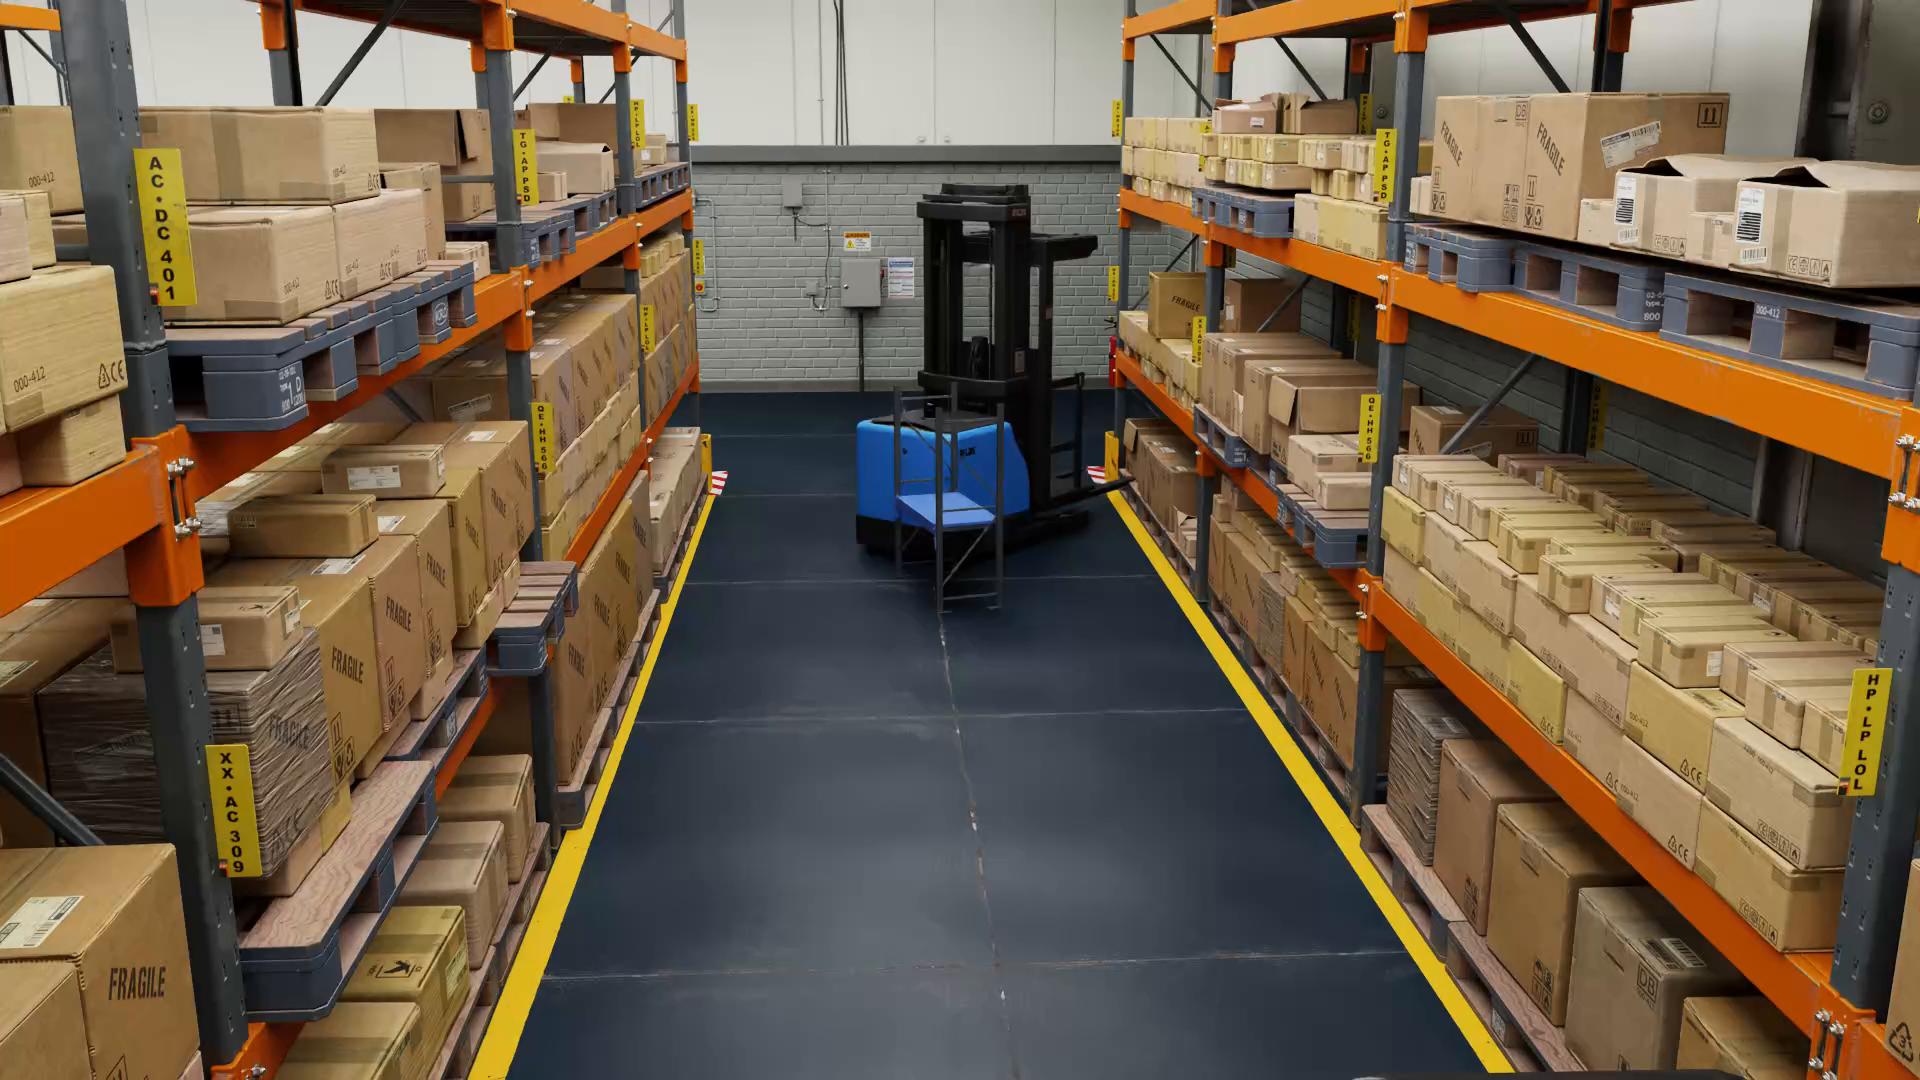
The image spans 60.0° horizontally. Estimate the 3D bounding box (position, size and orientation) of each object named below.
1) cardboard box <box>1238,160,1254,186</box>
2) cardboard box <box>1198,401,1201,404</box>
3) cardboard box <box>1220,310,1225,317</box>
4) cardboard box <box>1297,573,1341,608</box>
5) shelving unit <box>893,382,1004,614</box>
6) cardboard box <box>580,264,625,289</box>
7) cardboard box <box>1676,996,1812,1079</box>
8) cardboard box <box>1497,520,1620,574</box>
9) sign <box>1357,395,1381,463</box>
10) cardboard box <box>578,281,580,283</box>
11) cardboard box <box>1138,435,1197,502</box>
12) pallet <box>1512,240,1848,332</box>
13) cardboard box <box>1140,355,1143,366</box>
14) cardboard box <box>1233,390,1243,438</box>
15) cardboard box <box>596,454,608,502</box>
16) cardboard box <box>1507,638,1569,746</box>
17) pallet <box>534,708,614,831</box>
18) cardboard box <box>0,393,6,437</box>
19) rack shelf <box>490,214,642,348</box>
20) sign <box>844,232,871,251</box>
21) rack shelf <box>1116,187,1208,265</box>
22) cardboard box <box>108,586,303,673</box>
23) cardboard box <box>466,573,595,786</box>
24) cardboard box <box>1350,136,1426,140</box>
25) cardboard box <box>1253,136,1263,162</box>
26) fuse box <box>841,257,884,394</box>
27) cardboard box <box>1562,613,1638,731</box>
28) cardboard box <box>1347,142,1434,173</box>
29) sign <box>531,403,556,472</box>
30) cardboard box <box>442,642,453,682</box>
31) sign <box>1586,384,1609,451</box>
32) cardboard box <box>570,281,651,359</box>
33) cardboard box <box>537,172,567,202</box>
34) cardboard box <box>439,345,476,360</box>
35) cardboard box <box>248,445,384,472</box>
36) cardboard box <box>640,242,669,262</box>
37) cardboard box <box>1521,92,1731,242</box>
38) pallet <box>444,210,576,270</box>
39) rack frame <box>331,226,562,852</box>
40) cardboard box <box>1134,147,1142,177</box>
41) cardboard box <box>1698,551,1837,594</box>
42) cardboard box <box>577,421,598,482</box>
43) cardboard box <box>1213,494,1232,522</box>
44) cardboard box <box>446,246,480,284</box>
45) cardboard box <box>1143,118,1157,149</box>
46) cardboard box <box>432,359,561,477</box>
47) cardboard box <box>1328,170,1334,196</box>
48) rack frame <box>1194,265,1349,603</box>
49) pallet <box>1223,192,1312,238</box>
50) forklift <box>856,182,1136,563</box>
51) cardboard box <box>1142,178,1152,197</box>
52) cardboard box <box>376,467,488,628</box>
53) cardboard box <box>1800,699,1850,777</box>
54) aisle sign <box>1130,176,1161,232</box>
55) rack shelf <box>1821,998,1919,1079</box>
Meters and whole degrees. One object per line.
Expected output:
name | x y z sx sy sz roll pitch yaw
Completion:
cardboard box | 1.927 -2.260 10.230 0.380 0.149 0.250 -1 14 -4
cardboard box | 1.968 -0.965 12.261 0.380 0.149 0.250 -1 14 -3
cardboard box | 2.285 -1.967 15.356 0.500 0.250 0.500 0 14 -2
cardboard box | 2.197 0.296 9.729 0.380 0.149 0.250 -1 14 -4
shelving unit | -0.096 -0.337 12.326 0.538 1.500 1.048 -5 15 -18
cardboard box | -2.475 -1.863 11.738 0.380 0.149 0.250 -1 14 -4
cardboard box | 2.692 1.795 4.951 0.875 0.625 0.625 0 14 -1
cardboard box | 2.303 0.026 6.404 0.380 0.149 0.250 -1 14 -2
sign | 1.946 -0.528 7.894 0.100 0.325 0.005 -1 14 -3
cardboard box | -3.043 -1.706 12.429 0.500 0.500 0.500 -1 14 -4
cardboard box | 1.949 -0.632 14.637 0.700 0.500 0.500 0 14 -1
pallet | 2.691 -0.932 5.989 1.003 0.211 1.213 0 14 -1
cardboard box | 1.806 -1.607 14.757 0.380 0.149 0.250 0 14 -2
cardboard box | 1.943 -0.798 10.535 0.396 0.266 0.258 0 14 -1
cardboard box | -2.356 -0.373 9.755 0.500 0.250 0.500 -1 14 -3
cardboard box | 2.366 0.553 6.160 0.500 0.250 0.500 0 14 -2
pallet | -2.440 1.214 8.883 1.003 0.211 1.213 -1 14 -3
cardboard box | -1.891 -0.237 2.612 0.500 0.250 0.500 -1 14 -4
rack shelf | -2.591 -1.541 9.418 1.077 0.370 4.000 -1 14 -3
sign | -1.297 -3.777 21.030 0.339 0.242 0.001 -1 14 -3
rack shelf | 2.116 -2.613 13.586 1.077 0.370 4.000 -1 14 -3
cardboard box | -1.895 0.223 4.196 0.380 0.149 0.250 -1 14 -4
cardboard box | -2.427 0.714 8.654 0.875 0.875 0.875 -1 14 -4
cardboard box | 2.496 -2.282 9.721 0.380 0.149 0.250 -1 14 -2
cardboard box | 1.969 -2.338 9.936 0.380 0.149 0.250 -1 14 -3
fuse box | -1.229 -2.703 21.096 0.539 1.711 0.414 -1 14 -3
cardboard box | 2.385 0.436 5.611 0.500 0.250 0.500 -1 14 -2
cardboard box | 2.193 -1.947 8.458 0.380 0.149 0.250 -1 14 -5
sign | -1.926 -0.472 7.676 0.100 0.325 0.005 -1 14 -3
cardboard box | -2.036 0.441 5.952 0.380 0.149 0.250 -1 14 -5
sign | 3.041 -0.587 7.963 0.100 0.325 0.005 -1 14 -3
cardboard box | -2.502 -1.588 11.973 0.500 0.500 0.500 -1 14 -3
cardboard box | -2.448 -2.009 9.420 0.380 0.166 0.250 0 14 1
cardboard box | -2.800 -0.724 8.611 0.500 0.500 0.500 -1 14 -2
cardboard box | -2.630 -0.090 6.715 0.500 0.500 0.500 0 14 -1
cardboard box | -2.606 -2.373 13.719 0.380 0.149 0.250 -1 14 -2
cardboard box | 2.352 -1.332 5.921 0.500 0.500 0.500 -1 14 -2
pallet | -2.560 -1.459 8.038 1.213 0.211 1.003 0 14 -1
rack frame | -2.467 0.061 7.769 1.000 3.000 0.127 -1 14 -3
cardboard box | 1.798 -3.289 14.476 0.500 0.250 0.500 -1 14 -2
cardboard box | 2.879 0.145 5.940 0.380 0.149 0.250 -1 14 -3
cardboard box | -2.301 -0.491 9.212 0.500 0.250 0.500 -1 14 -4
cardboard box | 1.996 -0.225 11.752 0.380 0.149 0.250 0 14 -1
cardboard box | -2.214 -1.133 6.895 0.380 0.149 0.250 -1 14 -3
cardboard box | 1.826 -3.407 13.927 0.500 0.250 0.500 -1 14 -4
cardboard box | -2.253 -0.598 8.123 0.500 0.500 0.500 -1 14 -5
cardboard box | 2.213 -1.928 8.983 0.380 0.149 0.250 -1 14 -3
rack frame | 2.239 -1.011 11.937 1.000 3.000 0.127 -1 14 -3
pallet | 2.277 -1.952 9.950 1.213 0.211 1.003 -1 14 -3
forklift | 0.463 -1.546 14.154 1.130 2.935 3.031 11 18 37
cardboard box | 1.757 -2.997 14.138 0.380 0.149 0.250 -1 14 -4
cardboard box | -2.086 0.028 6.258 0.500 0.500 0.500 -2 15 -7
cardboard box | 2.492 0.534 4.428 0.380 0.149 0.250 0 14 -2
aisle sign | 1.694 -3.277 15.528 0.394 0.787 0.004 -1 14 -3
rack shelf | 2.859 1.824 2.361 1.077 0.370 4.000 -1 14 -3
